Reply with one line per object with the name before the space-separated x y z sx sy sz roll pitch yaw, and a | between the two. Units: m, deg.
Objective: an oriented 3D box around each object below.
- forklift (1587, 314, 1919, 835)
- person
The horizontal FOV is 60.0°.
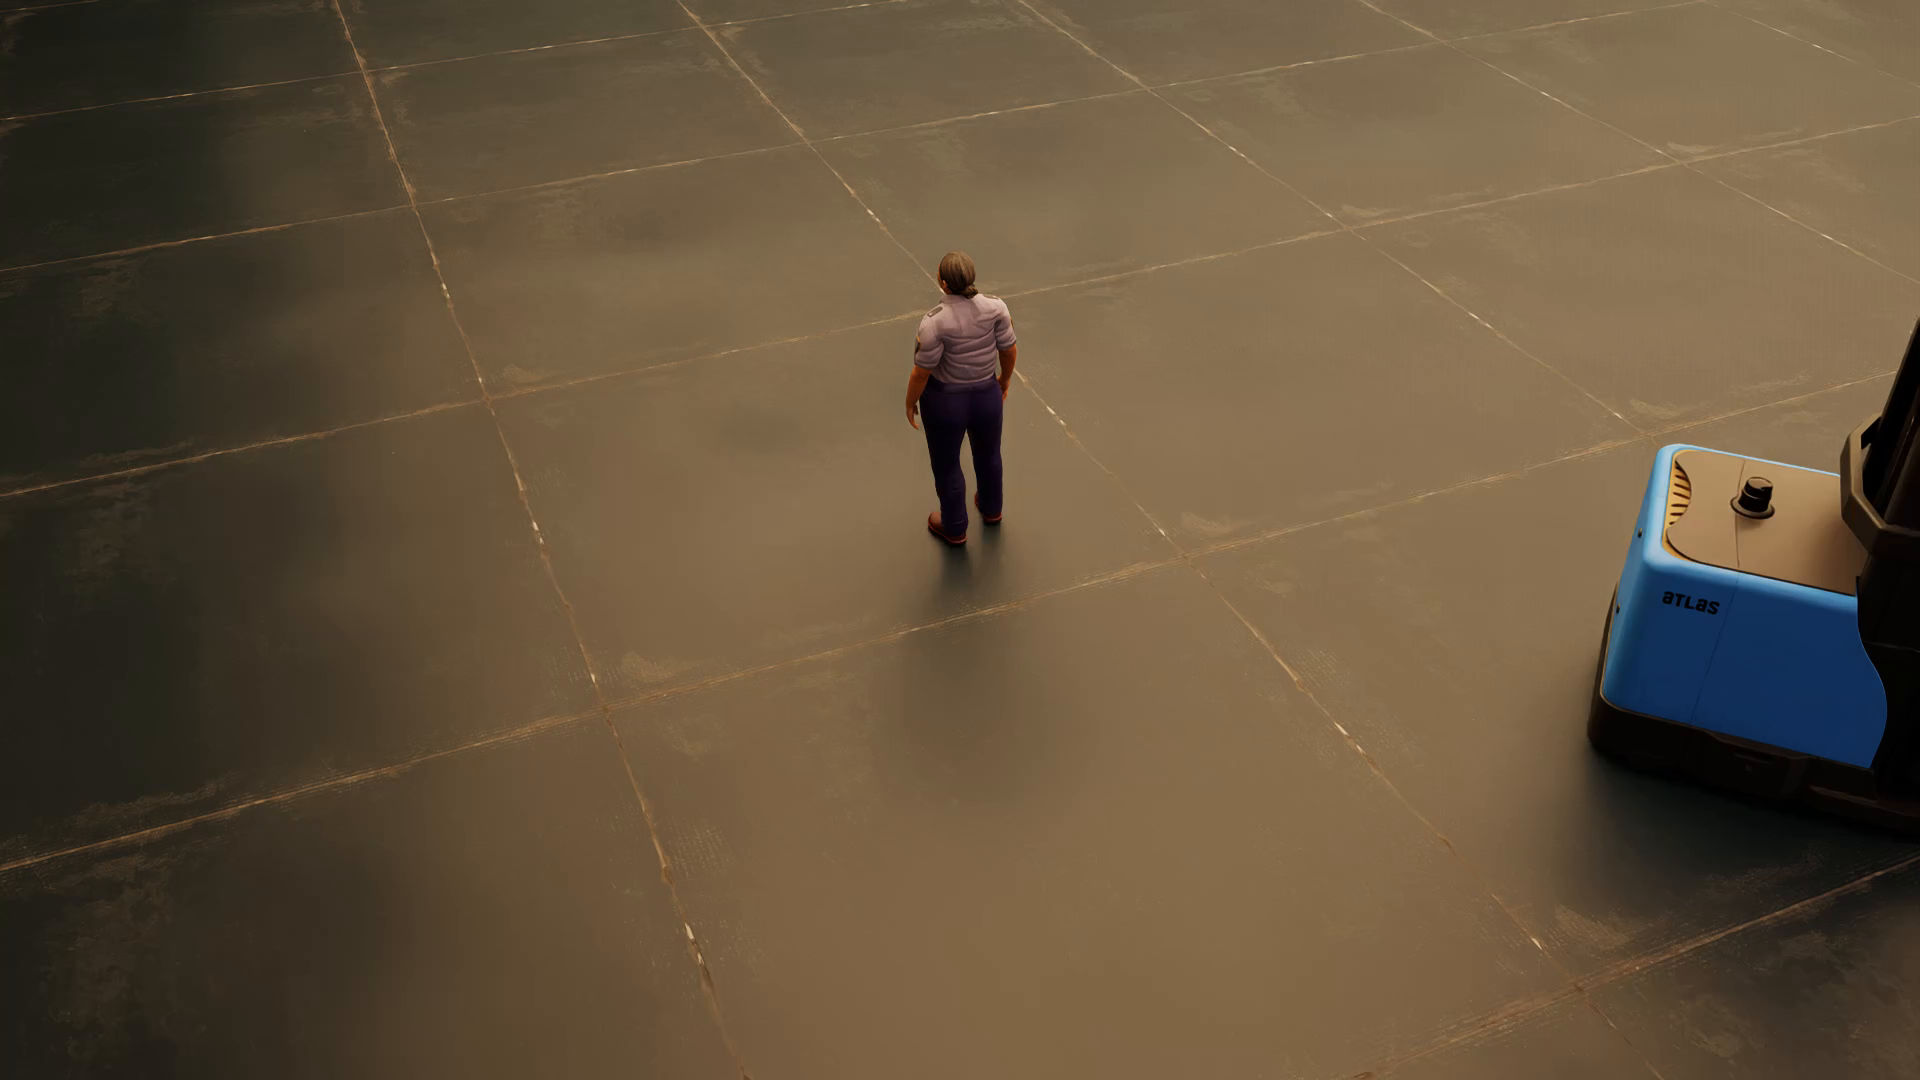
forklift | 4.322 -0.179 6.351 3.031 2.935 1.130 14 38 18
person | -0.014 -0.730 8.221 0.598 1.651 0.502 -14 38 -19
